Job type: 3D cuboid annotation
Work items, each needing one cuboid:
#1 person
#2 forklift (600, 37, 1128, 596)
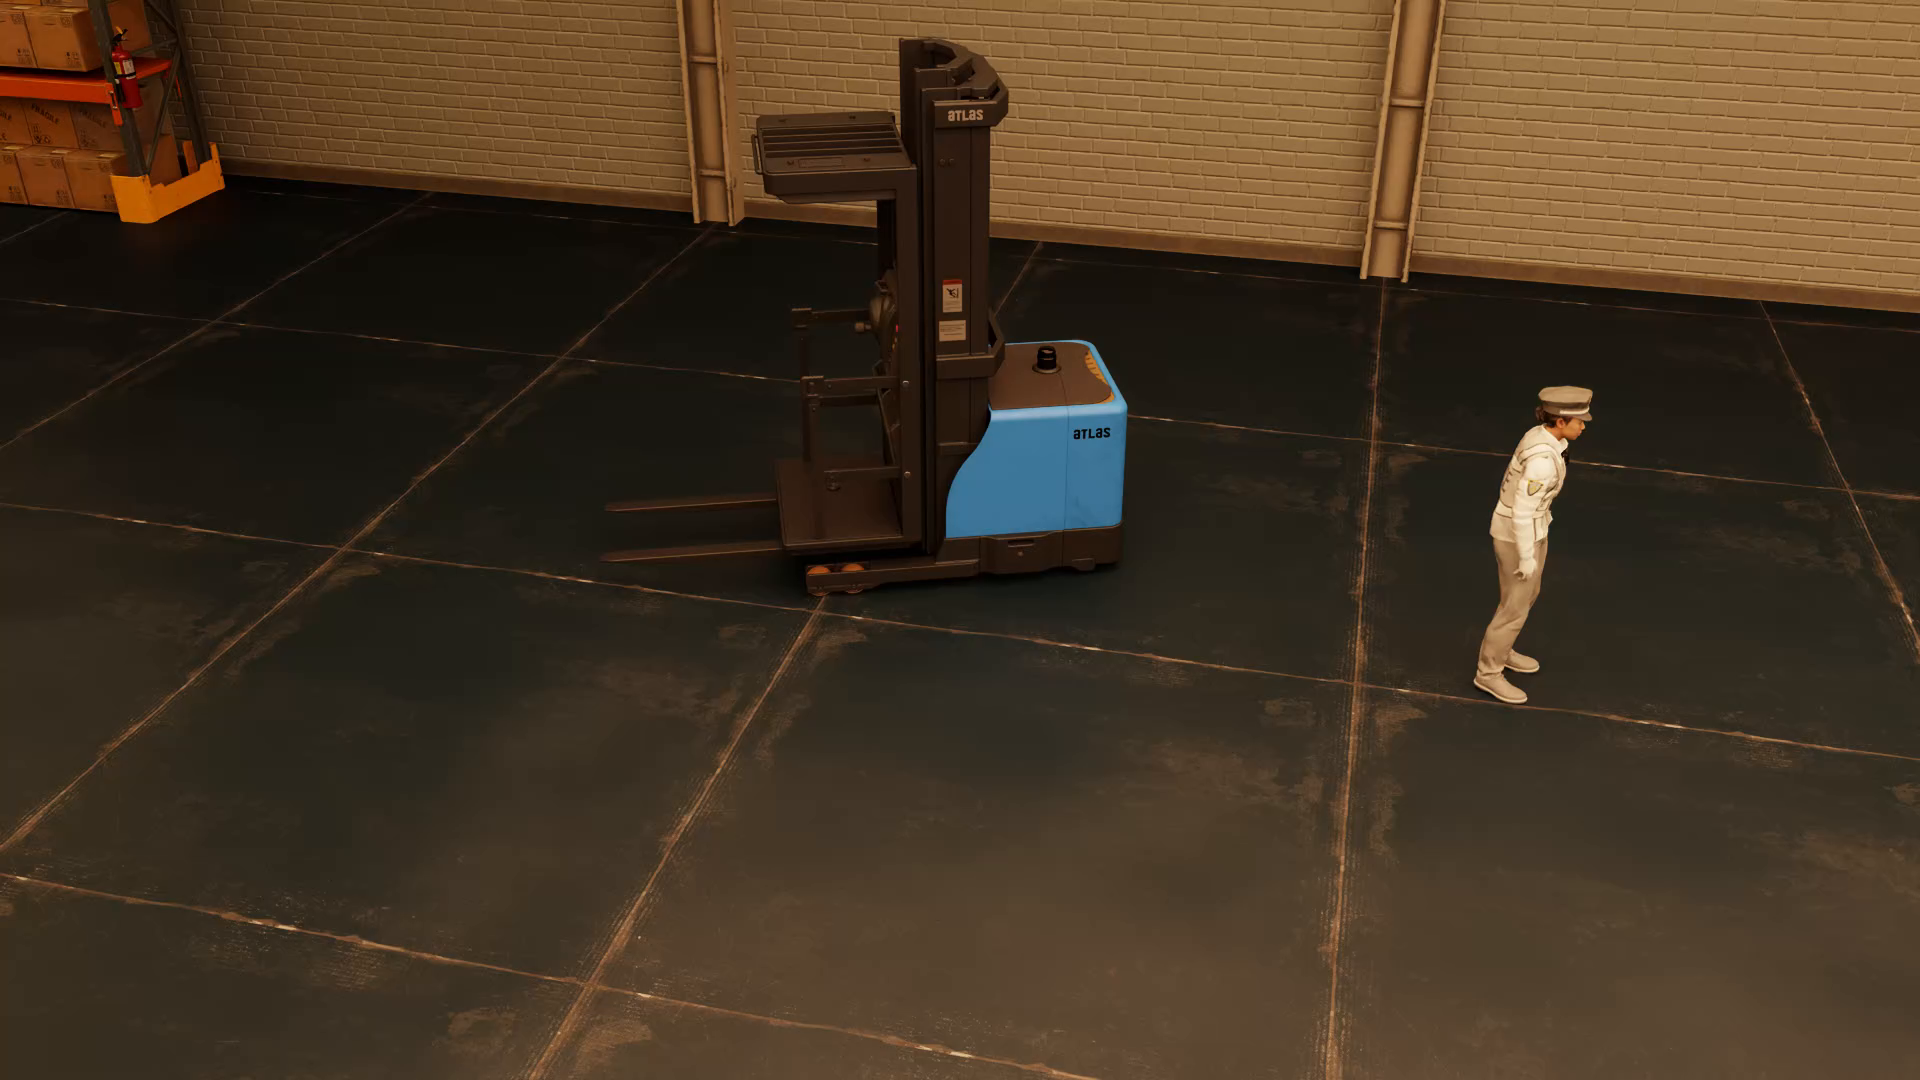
[{"bbox_3d":[2.891,-0.009,8.473,0.375,1.664,0.547,13,32,22],"label":"person"},{"bbox_3d":[-0.602,-1.232,9.345,3.031,2.935,1.130,-4,30,-7],"label":"forklift"}]
